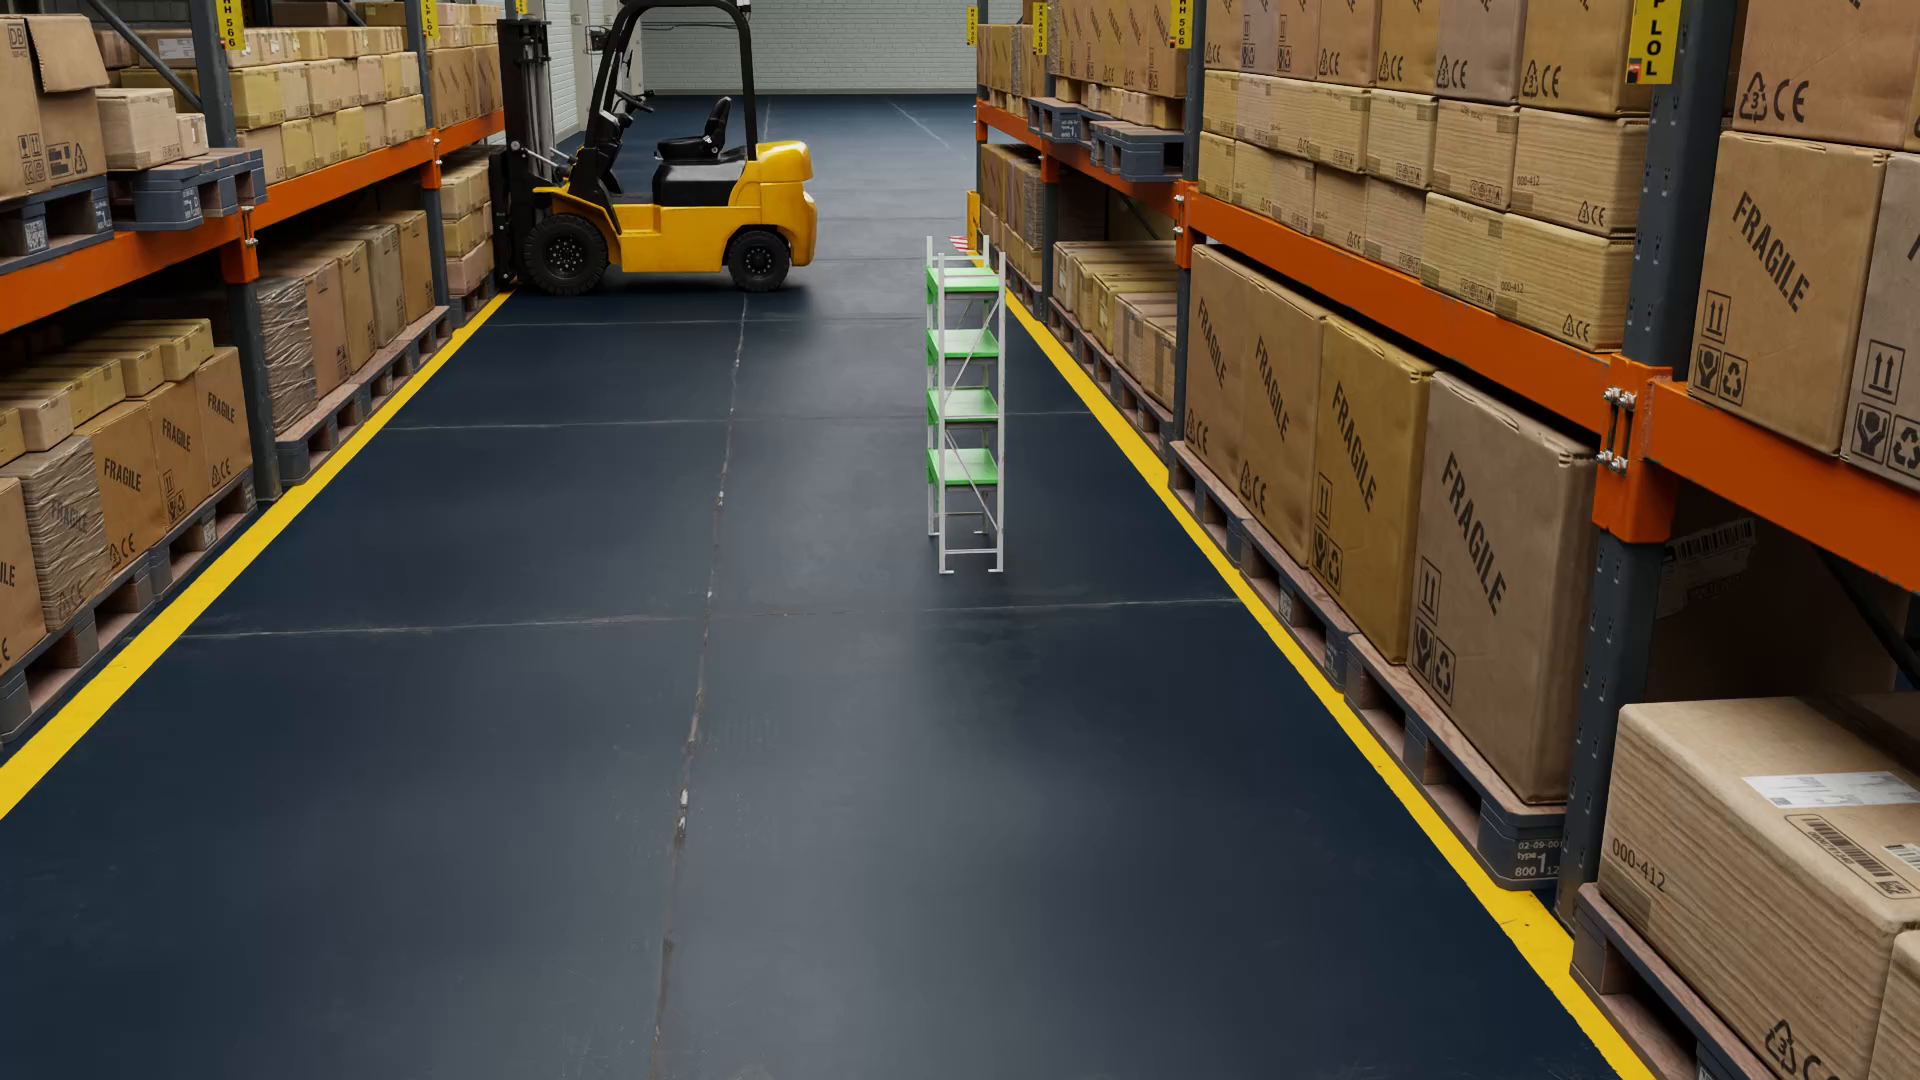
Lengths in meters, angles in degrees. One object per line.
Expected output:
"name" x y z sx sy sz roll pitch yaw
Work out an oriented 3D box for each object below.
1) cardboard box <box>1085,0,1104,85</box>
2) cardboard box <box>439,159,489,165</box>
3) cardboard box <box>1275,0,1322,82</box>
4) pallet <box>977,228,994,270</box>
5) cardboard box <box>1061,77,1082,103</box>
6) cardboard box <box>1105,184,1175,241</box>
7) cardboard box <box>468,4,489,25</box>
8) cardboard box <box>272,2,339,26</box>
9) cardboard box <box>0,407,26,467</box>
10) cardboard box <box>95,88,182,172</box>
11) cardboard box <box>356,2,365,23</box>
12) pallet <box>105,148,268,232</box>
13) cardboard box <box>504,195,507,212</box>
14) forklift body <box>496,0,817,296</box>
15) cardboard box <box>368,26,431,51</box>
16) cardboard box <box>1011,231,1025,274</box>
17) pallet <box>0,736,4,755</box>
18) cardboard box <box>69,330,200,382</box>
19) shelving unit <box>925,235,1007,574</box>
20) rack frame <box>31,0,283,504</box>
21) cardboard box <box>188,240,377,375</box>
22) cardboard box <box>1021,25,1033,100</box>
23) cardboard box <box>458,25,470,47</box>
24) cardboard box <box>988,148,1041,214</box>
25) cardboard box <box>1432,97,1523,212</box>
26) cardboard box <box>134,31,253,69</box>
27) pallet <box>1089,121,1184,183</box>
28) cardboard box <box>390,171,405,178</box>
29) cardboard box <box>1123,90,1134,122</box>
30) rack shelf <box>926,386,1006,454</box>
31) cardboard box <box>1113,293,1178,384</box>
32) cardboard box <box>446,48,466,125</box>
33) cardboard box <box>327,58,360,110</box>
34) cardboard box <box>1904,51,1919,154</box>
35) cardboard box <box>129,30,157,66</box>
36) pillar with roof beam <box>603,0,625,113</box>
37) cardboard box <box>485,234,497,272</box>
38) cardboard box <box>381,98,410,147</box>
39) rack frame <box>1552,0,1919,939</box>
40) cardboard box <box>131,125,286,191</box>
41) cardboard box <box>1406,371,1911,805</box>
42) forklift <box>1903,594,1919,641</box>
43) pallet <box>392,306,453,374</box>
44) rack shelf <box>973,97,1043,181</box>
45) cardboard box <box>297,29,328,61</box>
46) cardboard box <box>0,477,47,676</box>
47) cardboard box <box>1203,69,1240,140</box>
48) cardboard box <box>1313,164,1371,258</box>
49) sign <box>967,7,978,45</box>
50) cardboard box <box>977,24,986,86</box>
"cardboard box" 0.981 -2.728 8.994 0.500 0.500 0.500 -2 18 -8
"cardboard box" -3.762 -2.758 12.676 0.500 0.250 0.500 -2 18 -7
"cardboard box" 1.383 -1.813 5.607 0.500 0.500 0.500 -1 17 -4
"pallet" 0.708 -2.532 14.389 1.003 0.211 1.213 -2 18 -6
"cardboard box" 0.824 -2.768 10.204 0.380 0.149 0.250 -1 17 -5
"cardboard box" 1.272 -2.367 11.845 0.500 0.500 0.500 -1 17 -3
"cardboard box" -3.807 -3.995 12.649 0.380 0.149 0.250 -1 17 -5
"cardboard box" -4.206 -3.367 10.647 0.380 0.149 0.250 -2 18 -6
"cardboard box" -3.074 -0.297 5.006 0.380 0.149 0.250 -2 18 -5
"cardboard box" -3.029 -1.415 5.724 0.500 0.250 0.500 -3 18 -8
"cardboard box" -3.745 -3.460 10.943 0.380 0.149 0.250 -2 17 -5
"pallet" -3.320 -1.299 6.127 1.213 0.211 1.003 -2 18 -6
"cardboard box" -3.761 -2.513 12.729 0.500 0.250 0.500 -2 18 -6
"forklift body" -2.275 -3.060 12.833 2.313 2.155 1.214 -2 18 -6
"cardboard box" -3.644 -3.242 10.746 0.380 0.149 0.250 -2 18 -7
"cardboard box" 0.671 -2.151 12.410 0.500 0.250 0.500 -2 18 -7
"pallet" -3.169 0.691 4.124 1.003 0.211 1.213 -2 18 -6
"cardboard box" -3.098 -0.688 6.249 0.380 0.149 0.250 -3 18 -9
"shelving unit" 0.017 -0.523 6.340 0.258 1.200 0.503 -2 18 -6
"rack frame" -3.460 -1.590 6.734 1.000 3.000 0.127 -2 18 -6
"cardboard box" -3.656 -1.239 8.879 0.875 0.625 0.625 -3 18 -8
"cardboard box" 0.711 -3.404 11.848 0.500 0.500 0.500 -1 17 -4
"cardboard box" -3.747 -3.624 11.964 0.380 0.149 0.250 -2 18 -7
"cardboard box" 0.521 -2.963 13.744 0.500 0.500 0.500 -2 18 -8
"cardboard box" 1.543 -0.992 4.246 0.500 0.250 0.500 -1 17 -4
"cardboard box" -3.200 -2.051 6.954 0.380 0.149 0.250 -1 17 -4
"pallet" 1.297 -1.862 7.921 1.213 0.211 1.003 -2 18 -6
"cardboard box" -4.183 -2.439 11.657 0.500 0.250 0.500 -2 18 -6
"cardboard box" 1.021 -2.142 8.211 0.380 0.149 0.250 -3 18 -8
"rack shelf" 0.017 -0.462 6.359 0.258 0.148 0.480 -2 18 -6
"cardboard box" 1.344 -1.079 8.794 0.950 0.372 0.625 -2 18 -7
"cardboard box" -3.729 -3.125 11.455 0.500 0.500 0.500 -1 17 -5
"cardboard box" -3.427 -2.354 8.583 0.500 0.250 0.500 -2 17 -5
"cardboard box" 1.743 -0.778 2.310 0.500 0.500 0.500 -2 18 -6
"cardboard box" -3.799 -2.192 7.400 0.380 0.149 0.250 -2 18 -6
"pillar with roof beam" -3.303 -13.884 35.878 9.100 9.000 0.400 -2 18 -6
"cardboard box" -3.729 -2.128 12.337 0.500 0.250 0.500 -1 17 -5
"cardboard box" -3.503 -2.419 9.624 0.500 0.250 0.500 -2 18 -6
"rack frame" 1.889 -0.553 3.430 1.000 3.000 0.127 -2 18 -6
"cardboard box" -3.263 -1.658 7.202 0.500 0.250 0.500 -2 18 -5
"cardboard box" 1.746 0.078 4.266 0.875 0.875 0.875 -1 17 -4
"forklift" 3.698 -1.232 5.707 3.031 2.935 1.130 -5 18 -15
"pallet" -3.758 -1.233 10.253 1.003 0.211 1.213 -2 18 -6
"rack shelf" 0.858 -3.189 13.028 1.077 0.370 4.000 -2 18 -6
"cardboard box" -3.344 -2.436 8.177 0.380 0.149 0.250 -1 17 -4
"cardboard box" -2.985 0.136 4.709 0.500 0.500 0.500 -2 18 -7
"cardboard box" 1.283 -1.753 6.669 0.500 0.250 0.500 -2 18 -6
"cardboard box" 1.450 -1.064 5.308 0.500 0.250 0.500 -2 18 -6
"sign" 0.112 -4.524 14.635 0.100 0.325 0.005 -2 18 -6
"cardboard box" 0.425 -4.168 14.282 0.500 0.500 0.500 -2 18 -6
